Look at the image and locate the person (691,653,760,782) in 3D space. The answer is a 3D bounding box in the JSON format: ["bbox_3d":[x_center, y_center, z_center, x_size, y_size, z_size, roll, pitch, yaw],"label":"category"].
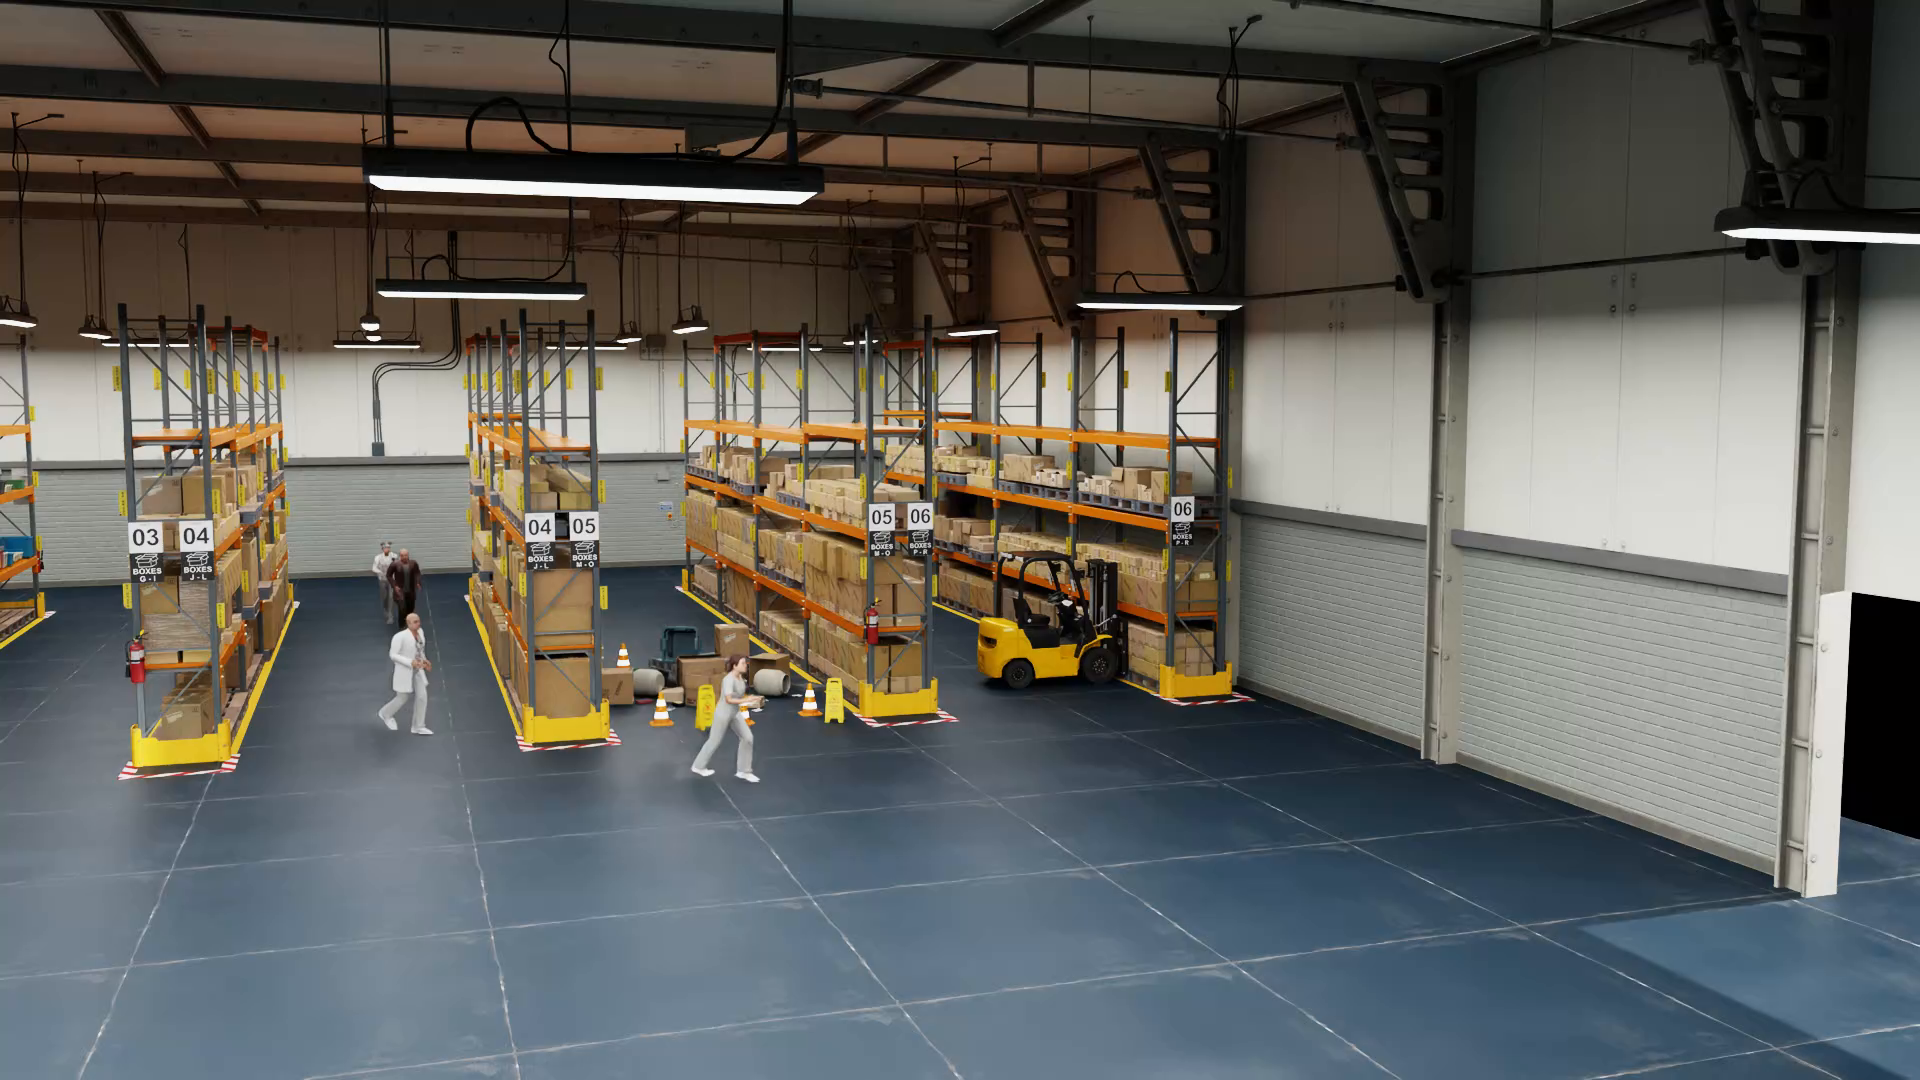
[{"bbox_3d":[-2.926,2.217,20.820,0.955,1.639,0.561,2,6,21],"label":"person"}]

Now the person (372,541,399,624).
[{"bbox_3d":[-12.024,0.860,34.892,0.551,1.709,0.906,-2,6,-16],"label":"person"}]

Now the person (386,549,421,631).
[{"bbox_3d":[-11.186,0.995,33.396,0.716,1.685,0.886,-5,7,-41],"label":"person"}]

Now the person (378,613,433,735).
[{"bbox_3d":[-7.916,1.894,23.676,0.964,1.744,0.693,3,6,32],"label":"person"}]
